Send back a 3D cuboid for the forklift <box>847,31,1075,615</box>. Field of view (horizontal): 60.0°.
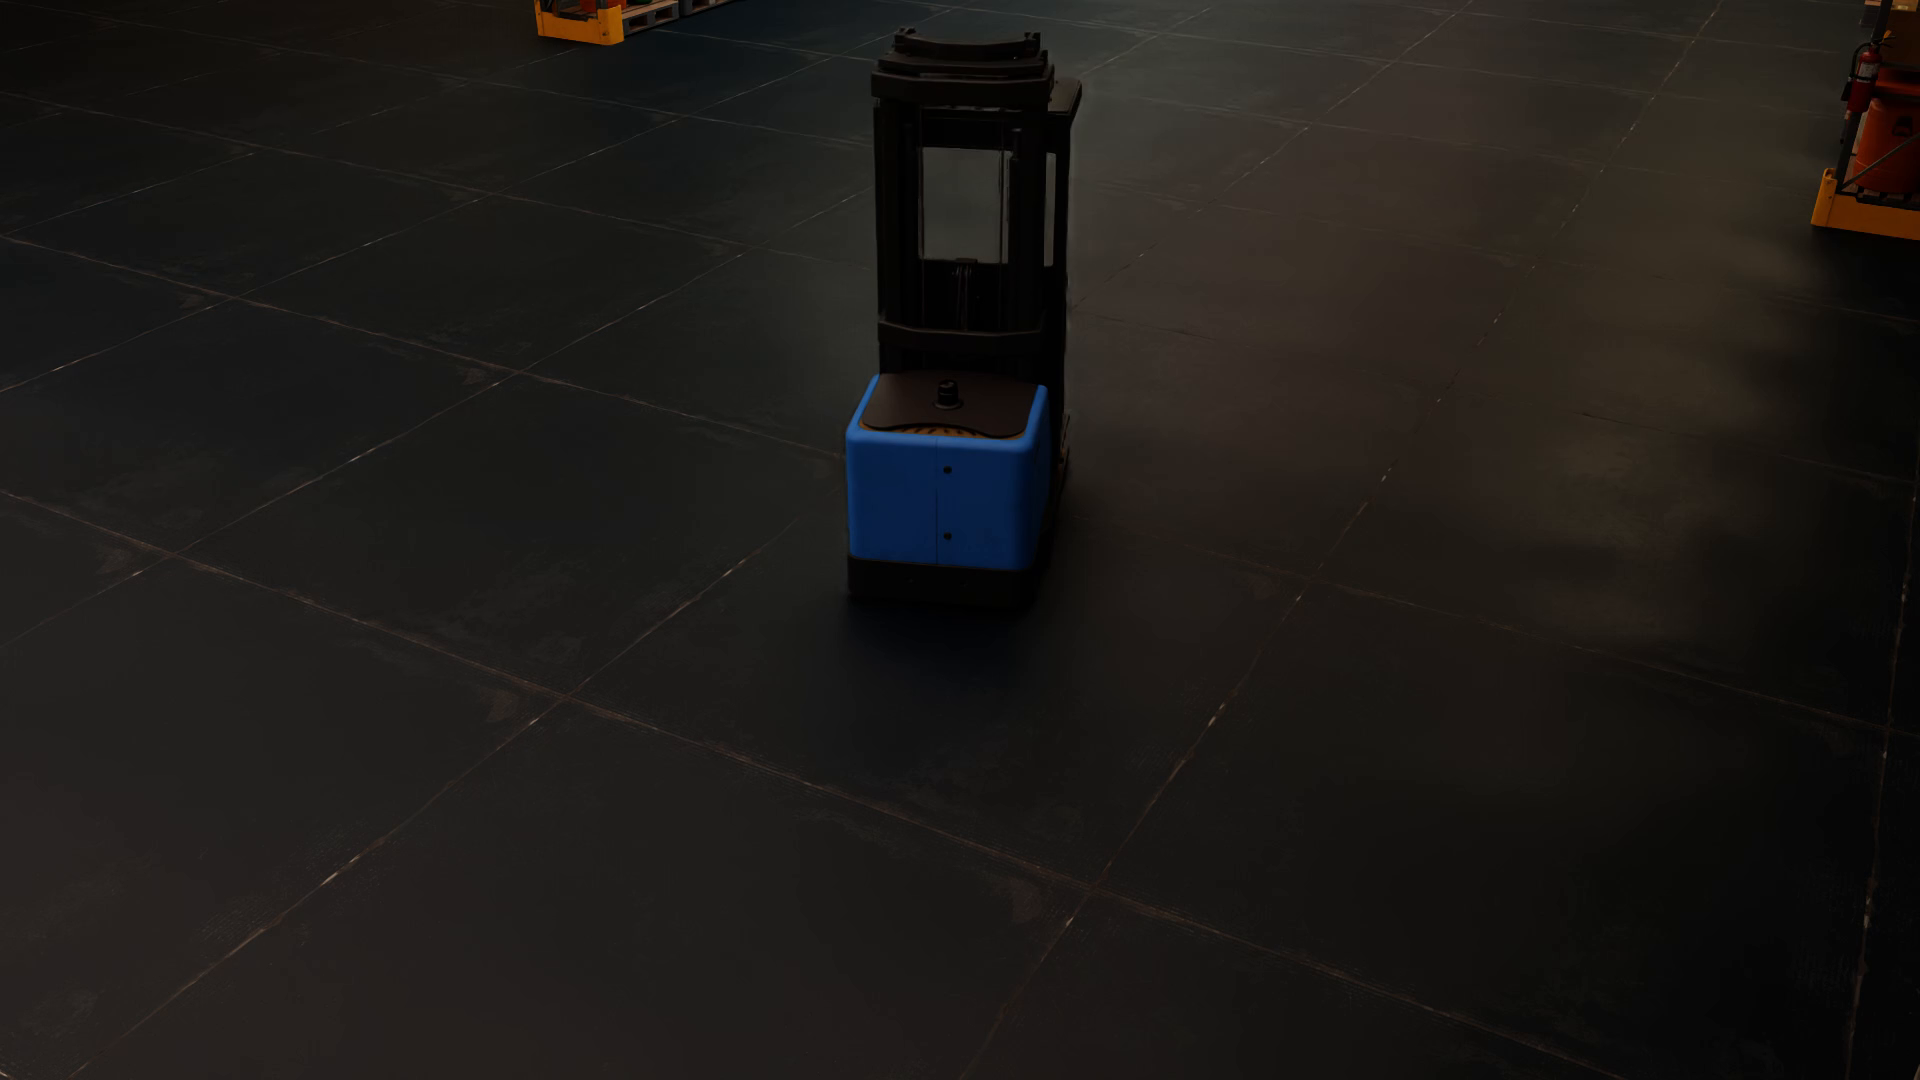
[{"bbox_3d":[0.072,-1.572,9.794,1.130,2.935,3.031,3,30,6],"label":"forklift"}]
